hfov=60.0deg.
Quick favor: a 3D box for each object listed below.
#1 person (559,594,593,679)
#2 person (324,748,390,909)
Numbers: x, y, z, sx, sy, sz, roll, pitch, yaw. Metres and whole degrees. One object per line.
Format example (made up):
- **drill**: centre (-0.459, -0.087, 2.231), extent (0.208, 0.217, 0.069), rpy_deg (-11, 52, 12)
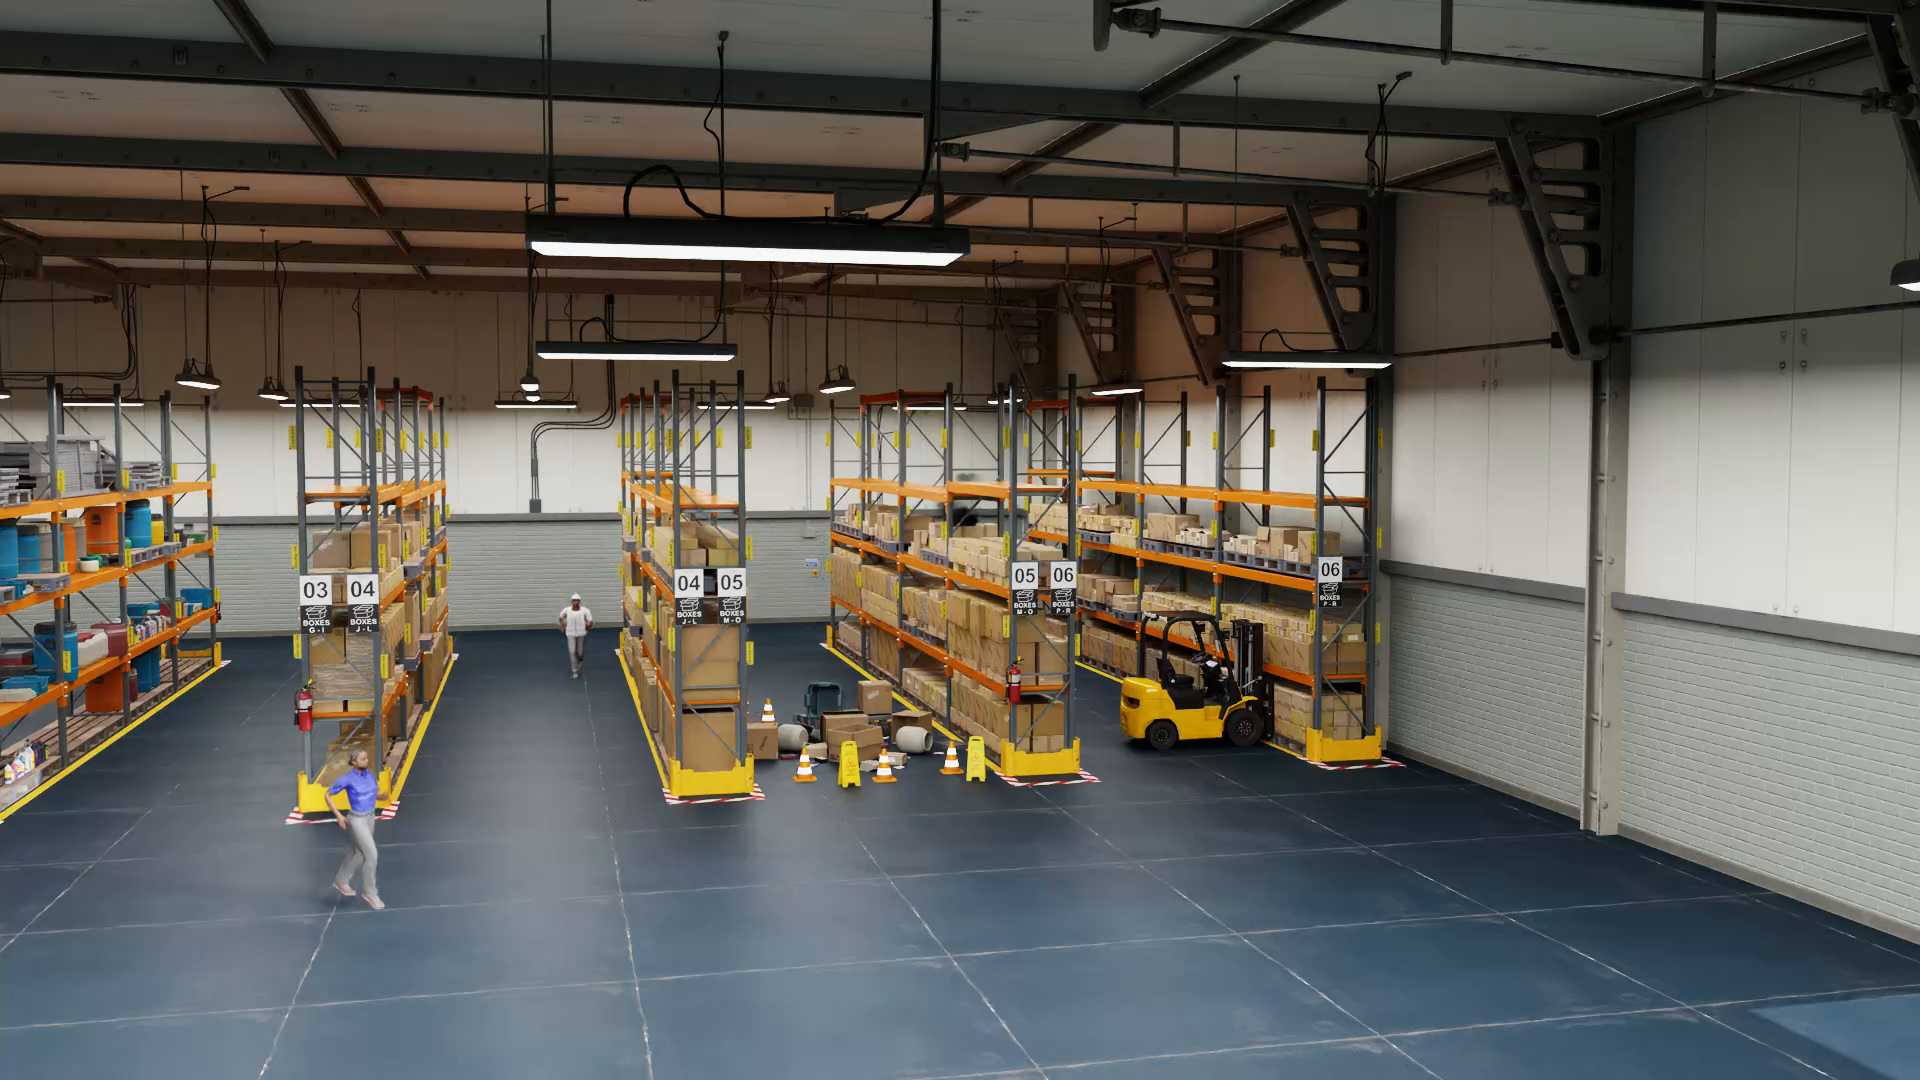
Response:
- **person**: centre (-8.148, 2.026, 35.294), extent (0.699, 1.768, 0.922), rpy_deg (-1, 3, -13)
- **person**: centre (-6.492, 3.103, 17.953), extent (0.778, 1.719, 0.549), rpy_deg (1, 4, 15)
